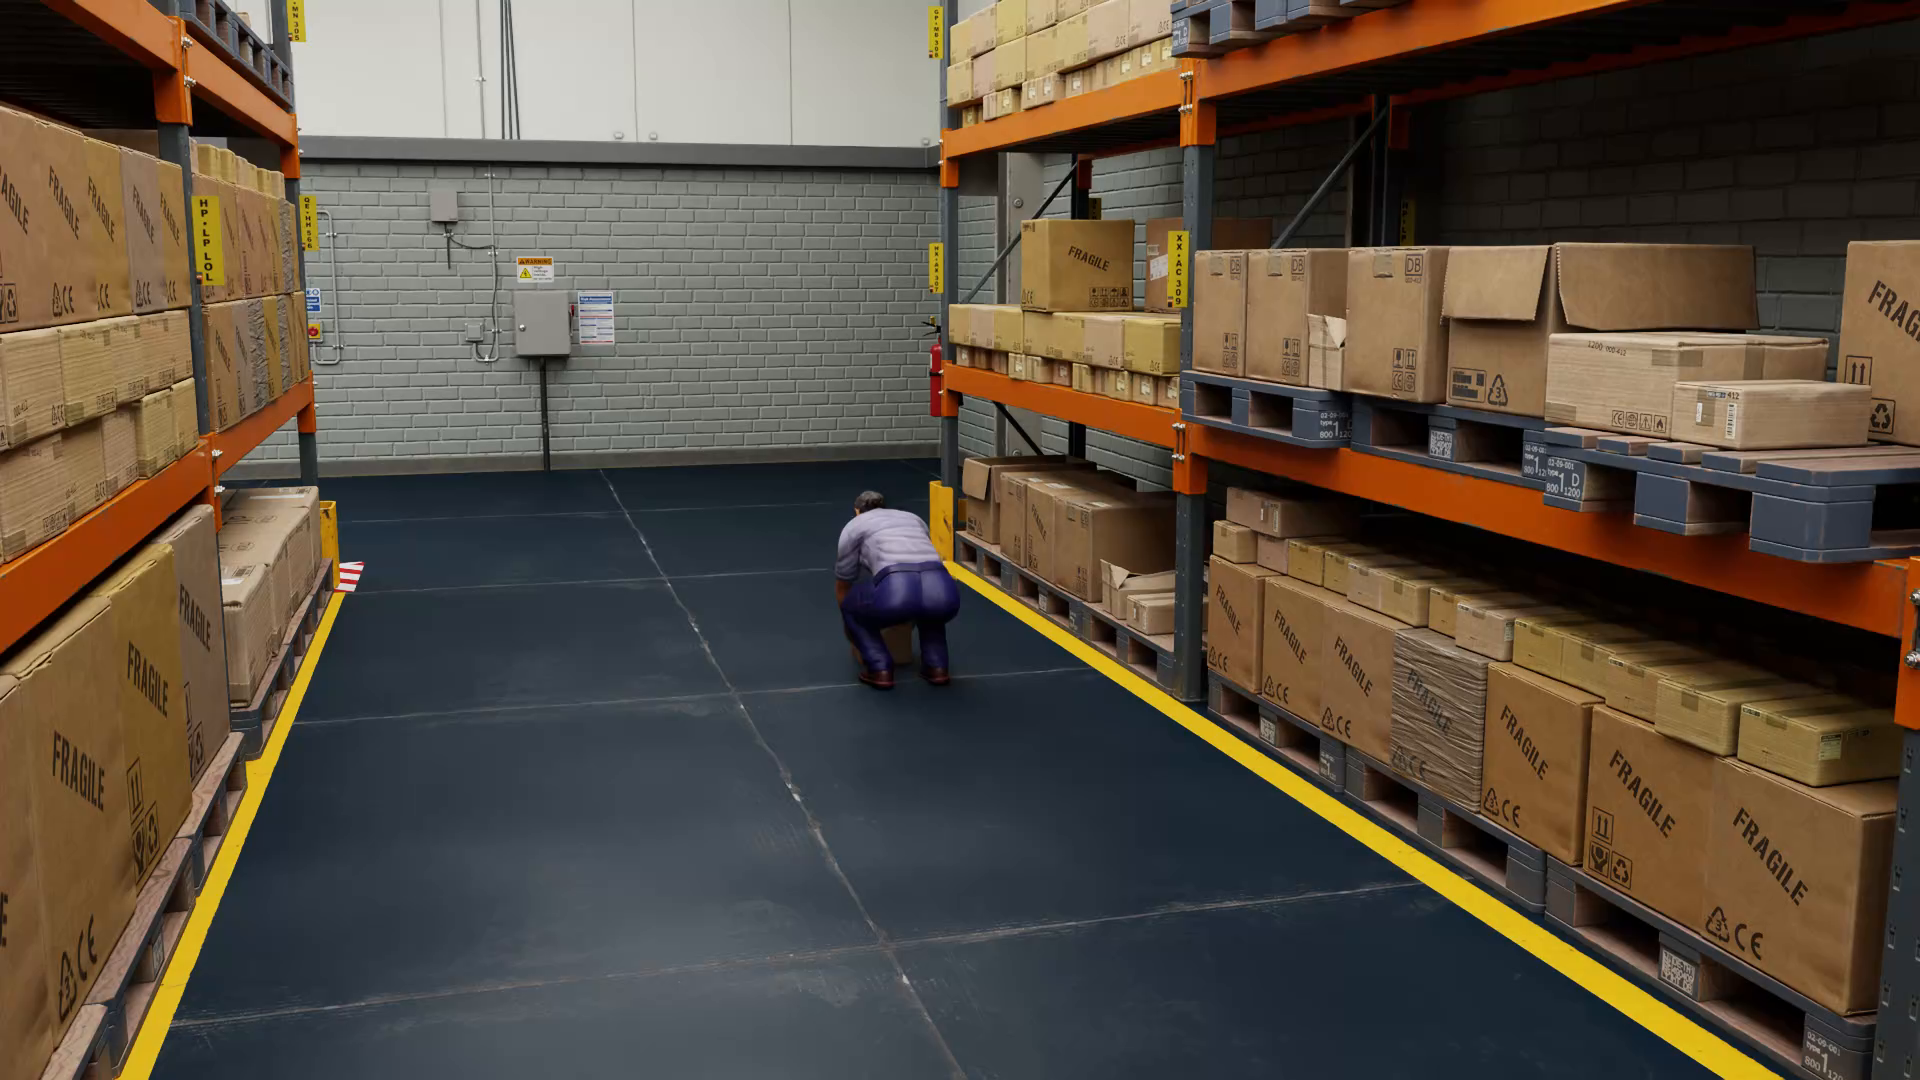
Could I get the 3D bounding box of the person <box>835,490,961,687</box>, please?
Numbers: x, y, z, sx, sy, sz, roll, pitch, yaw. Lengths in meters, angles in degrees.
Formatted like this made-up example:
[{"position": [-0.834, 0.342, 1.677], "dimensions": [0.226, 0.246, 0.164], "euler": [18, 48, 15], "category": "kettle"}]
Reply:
[{"position": [-0.316, 0.231, 7.985], "dimensions": [0.523, 0.856, 0.752], "euler": [-3, 10, -16], "category": "person"}]
